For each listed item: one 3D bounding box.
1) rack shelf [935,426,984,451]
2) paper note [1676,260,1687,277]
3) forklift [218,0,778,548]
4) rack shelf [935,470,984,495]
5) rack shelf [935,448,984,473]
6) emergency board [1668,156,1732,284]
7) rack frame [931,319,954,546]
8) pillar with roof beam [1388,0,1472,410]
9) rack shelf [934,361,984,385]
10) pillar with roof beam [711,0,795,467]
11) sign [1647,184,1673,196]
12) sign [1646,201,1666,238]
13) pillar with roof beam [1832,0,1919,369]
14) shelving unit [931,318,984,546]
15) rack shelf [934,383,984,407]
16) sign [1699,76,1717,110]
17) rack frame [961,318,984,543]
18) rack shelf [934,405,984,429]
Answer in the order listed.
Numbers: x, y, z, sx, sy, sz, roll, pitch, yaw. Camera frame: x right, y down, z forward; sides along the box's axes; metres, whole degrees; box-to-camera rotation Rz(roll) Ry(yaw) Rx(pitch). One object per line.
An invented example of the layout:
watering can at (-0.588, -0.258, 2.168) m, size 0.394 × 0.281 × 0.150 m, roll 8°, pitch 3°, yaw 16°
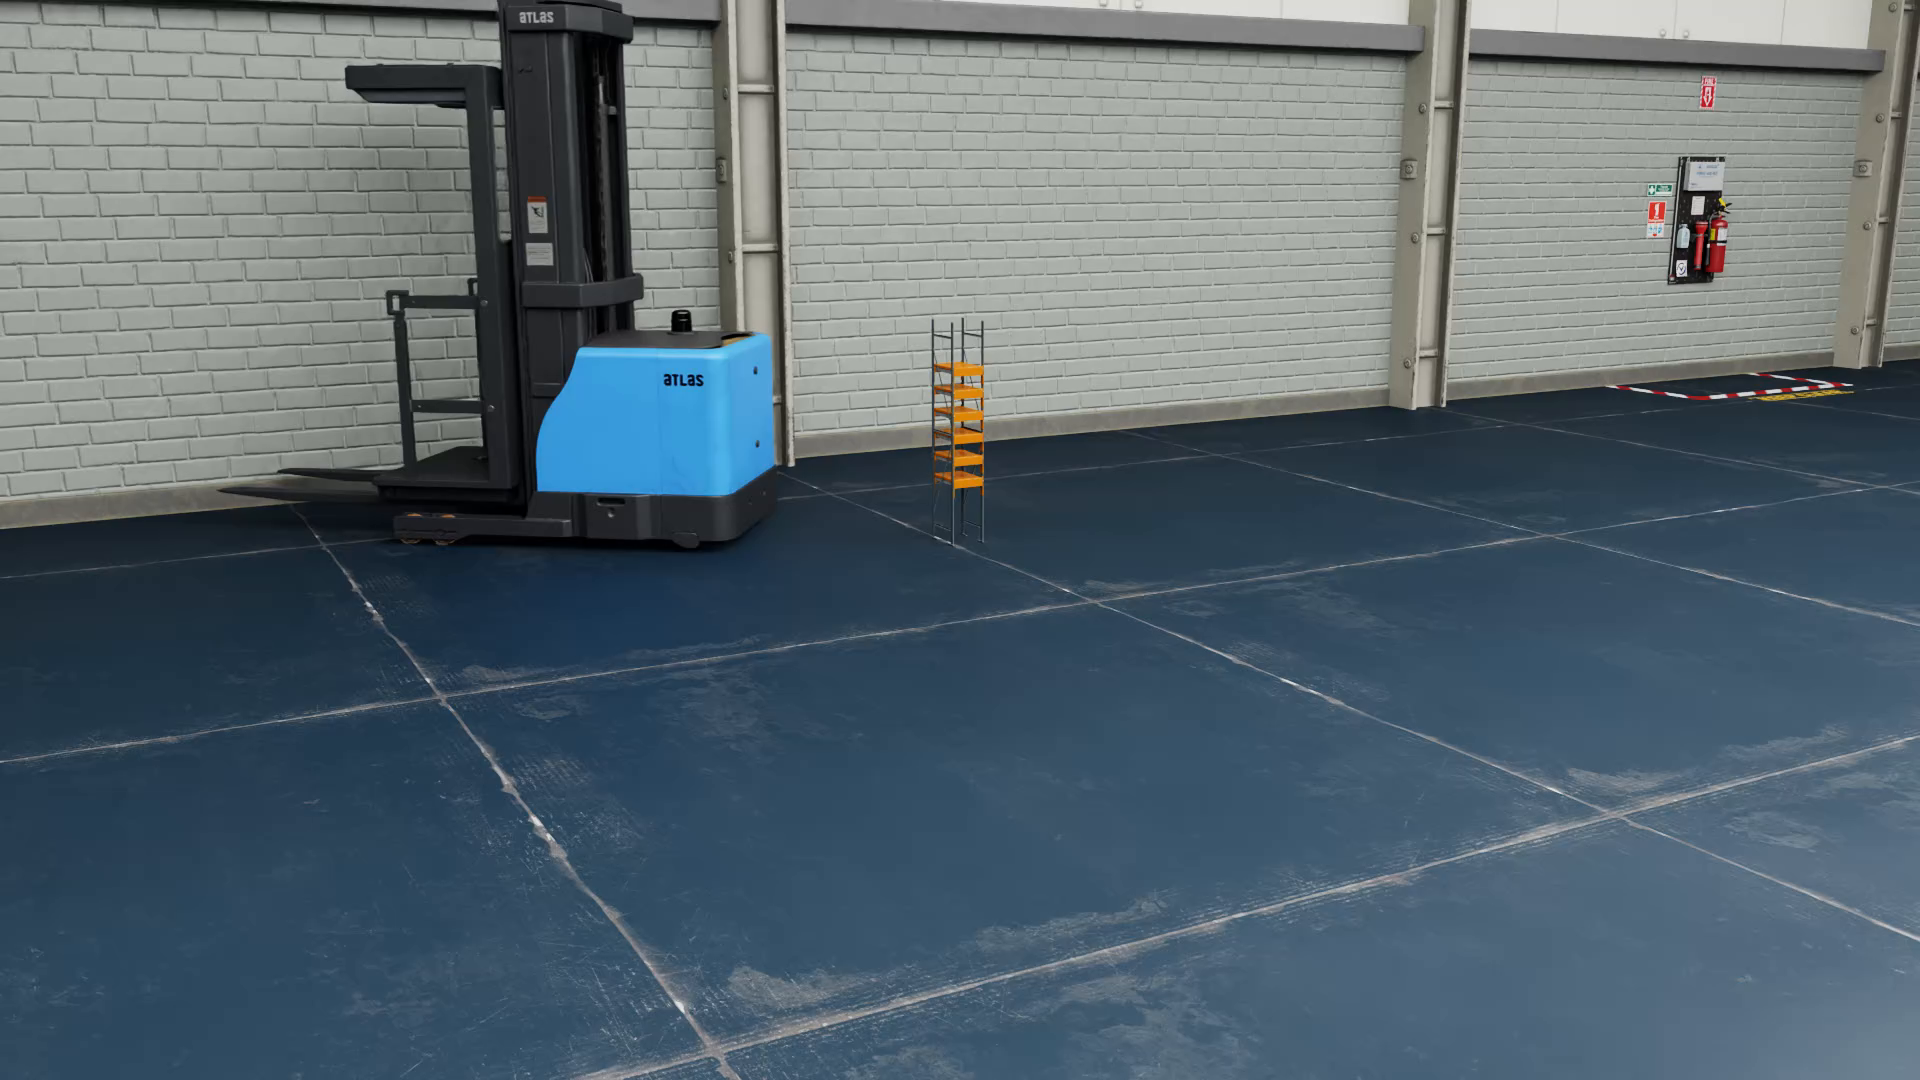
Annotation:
rack shelf at (-0.013, -0.540, 8.980) m, size 0.180 × 0.103 × 0.258 m, roll -7°, pitch 14°, yaw -28°
paper note at (6.786, -2.553, 15.627) m, size 0.142 × 0.148 × 0.016 m, roll -7°, pitch 14°, yaw -28°
forklift at (-2.620, -1.513, 9.155) m, size 3.031 × 2.935 × 1.130 m, roll 2°, pitch 13°, yaw 8°
rack shelf at (-0.013, -0.306, 9.033) m, size 0.180 × 0.103 × 0.258 m, roll -7°, pitch 14°, yaw -28°
rack shelf at (-0.013, -0.423, 9.007) m, size 0.180 × 0.103 × 0.258 m, roll -7°, pitch 14°, yaw -28°
emergency board at (6.975, -2.988, 15.554) m, size 0.643 × 1.169 × 0.194 m, roll -7°, pitch 14°, yaw -28°
rack frame at (-0.093, -0.574, 8.928) m, size 0.006 × 1.200 × 0.240 m, roll -7°, pitch 14°, yaw -28°
pillar with roof beam at (5.958, -4.706, 9.526) m, size 0.400 × 9.000 × 9.100 m, roll -7°, pitch 14°, yaw -28°
rack shelf at (-0.013, -0.892, 8.901) m, size 0.180 × 0.103 × 0.258 m, roll -7°, pitch 14°, yaw -28°
pillar with roof beam at (0.692, -4.075, 6.722) m, size 0.400 × 9.000 × 9.100 m, roll -7°, pitch 14°, yaw -28°
sign at (6.448, -3.224, 15.316) m, size 0.331 × 0.109 × 0.001 m, roll -7°, pitch 14°, yaw -28°
sign at (6.440, -2.967, 15.380) m, size 0.234 × 0.329 × 0.001 m, roll -7°, pitch 14°, yaw -28°
pillar with roof beam at (11.225, -5.338, 12.331) m, size 0.400 × 9.000 × 9.100 m, roll -7°, pitch 14°, yaw -28°
shelving unit at (-0.013, -0.584, 8.971) m, size 0.189 × 1.200 × 0.258 m, roll -7°, pitch 14°, yaw -28°
rack shelf at (-0.013, -0.775, 8.928) m, size 0.180 × 0.103 × 0.258 m, roll -7°, pitch 14°, yaw -28°
sign at (6.920, -4.137, 15.381) m, size 0.199 × 0.298 × 0.001 m, roll -7°, pitch 14°, yaw -28°
rack frame at (0.068, -0.593, 9.013) m, size 0.006 × 1.200 × 0.240 m, roll -7°, pitch 14°, yaw -28°
rack shelf at (-0.013, -0.658, 8.954) m, size 0.180 × 0.103 × 0.258 m, roll -7°, pitch 14°, yaw -28°
